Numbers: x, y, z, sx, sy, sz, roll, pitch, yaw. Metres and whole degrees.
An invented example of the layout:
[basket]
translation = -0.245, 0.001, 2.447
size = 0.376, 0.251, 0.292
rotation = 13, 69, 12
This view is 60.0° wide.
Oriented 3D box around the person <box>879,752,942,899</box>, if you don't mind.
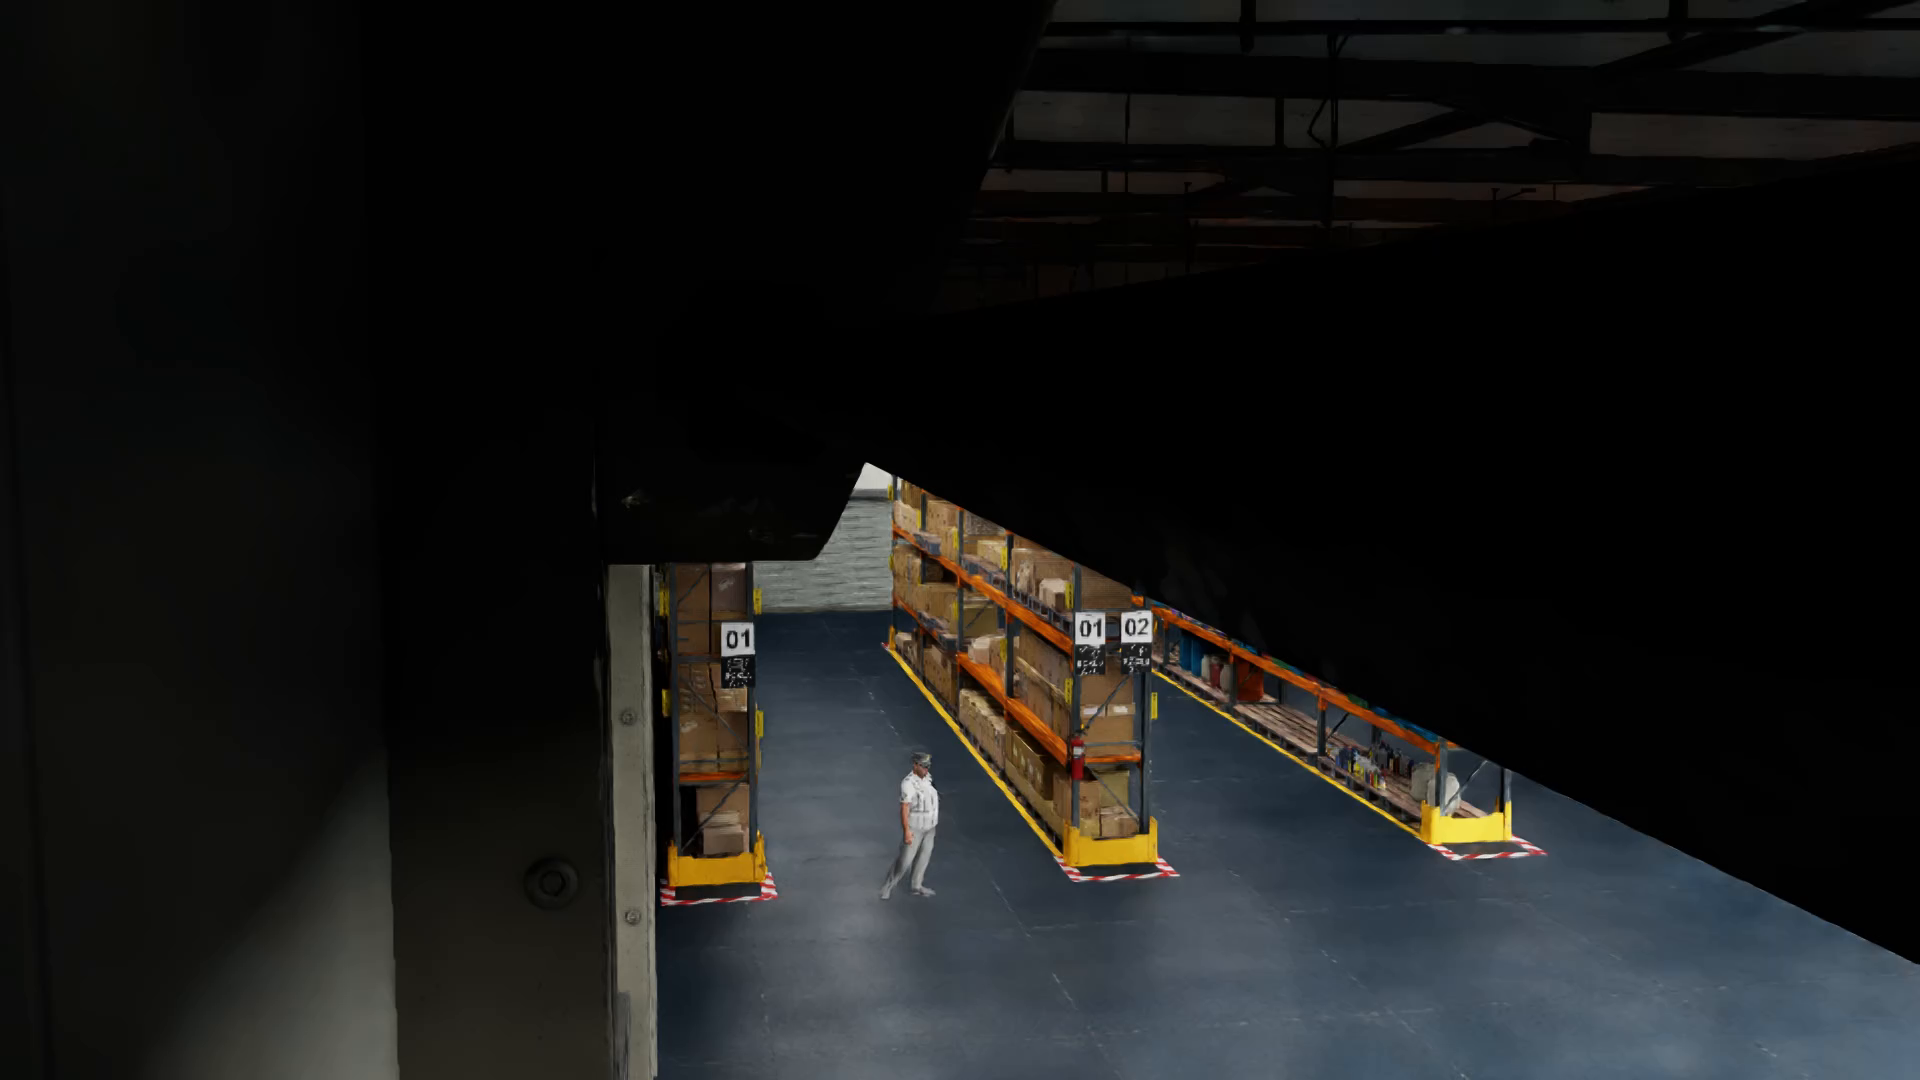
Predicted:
[person]
translation = -0.596, 3.363, 19.539
size = 0.557, 1.731, 0.730
rotation = 5, 8, 37
